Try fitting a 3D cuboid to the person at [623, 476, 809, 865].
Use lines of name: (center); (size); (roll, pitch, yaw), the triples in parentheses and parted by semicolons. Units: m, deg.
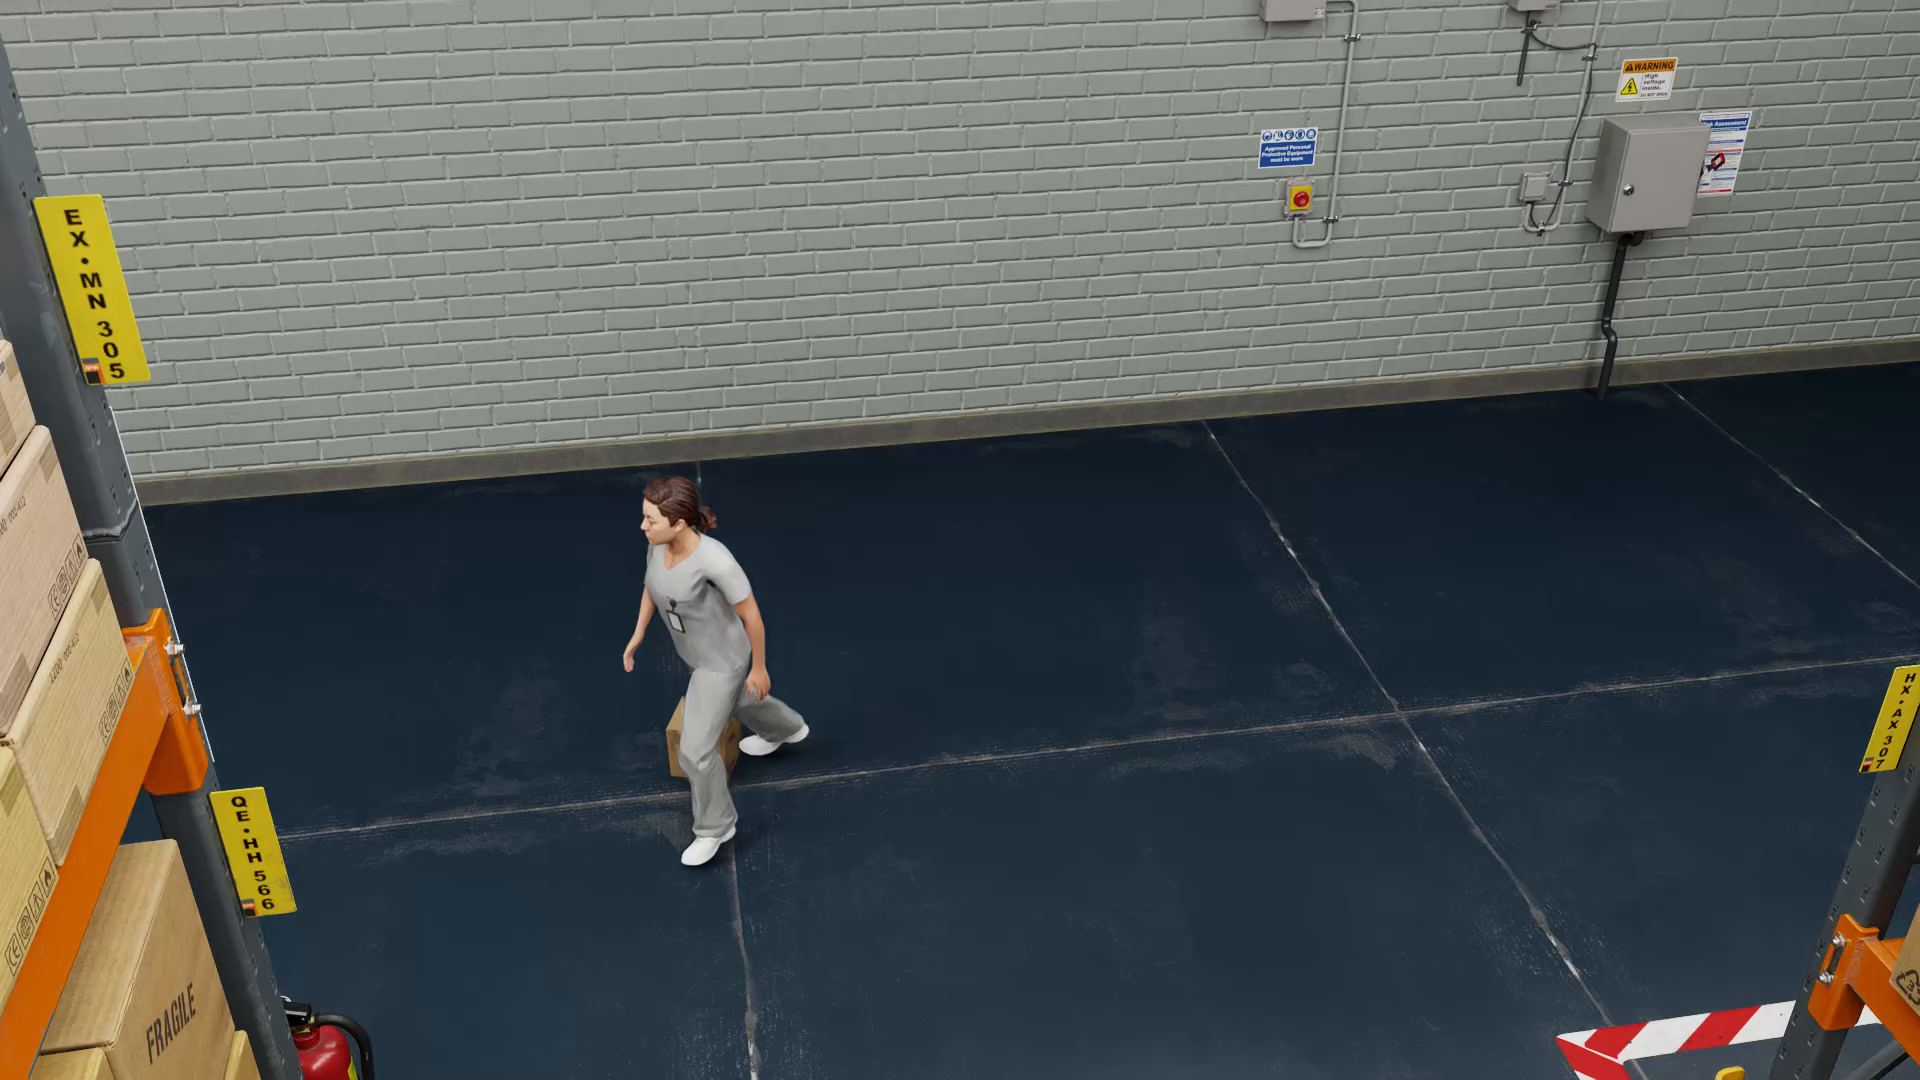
person: (-0.895, 0.399, 6.490); (0.825, 1.616, 0.562); (-23, 38, -33)
